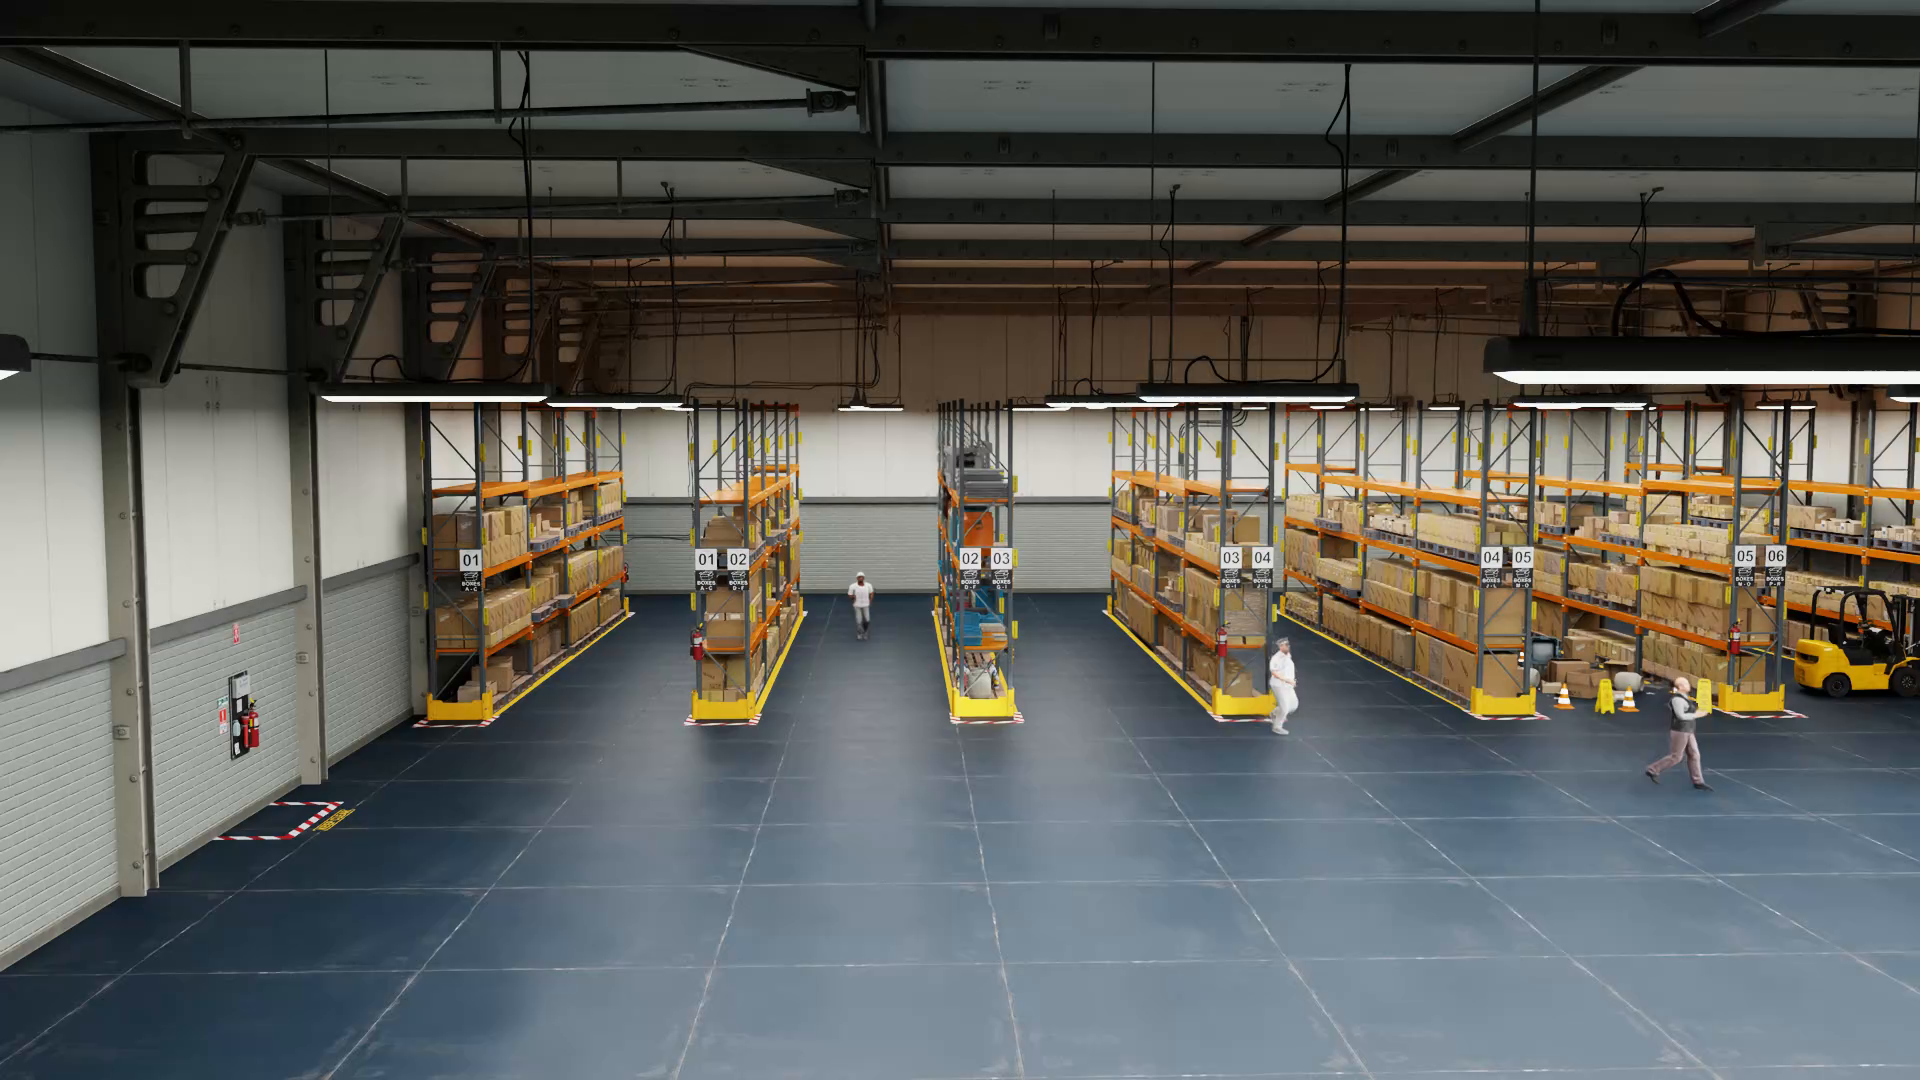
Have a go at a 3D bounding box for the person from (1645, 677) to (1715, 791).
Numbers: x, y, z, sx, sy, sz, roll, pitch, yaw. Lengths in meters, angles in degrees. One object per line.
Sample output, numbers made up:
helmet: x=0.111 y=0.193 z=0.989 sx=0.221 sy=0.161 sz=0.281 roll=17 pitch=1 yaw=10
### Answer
person: x=10.935 y=2.927 z=25.195 sx=0.970 sy=1.707 sz=0.657 roll=3 pitch=5 yaw=32

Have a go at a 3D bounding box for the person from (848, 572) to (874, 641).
person: x=-2.465 y=1.676 z=41.799 sx=0.681 sy=1.746 sz=0.621 roll=-1 pitch=4 yaw=-11

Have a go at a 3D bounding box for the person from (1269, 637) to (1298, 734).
person: x=5.793 y=2.594 z=29.814 sx=0.625 sy=1.742 sz=0.691 roll=3 pitch=6 yaw=38
